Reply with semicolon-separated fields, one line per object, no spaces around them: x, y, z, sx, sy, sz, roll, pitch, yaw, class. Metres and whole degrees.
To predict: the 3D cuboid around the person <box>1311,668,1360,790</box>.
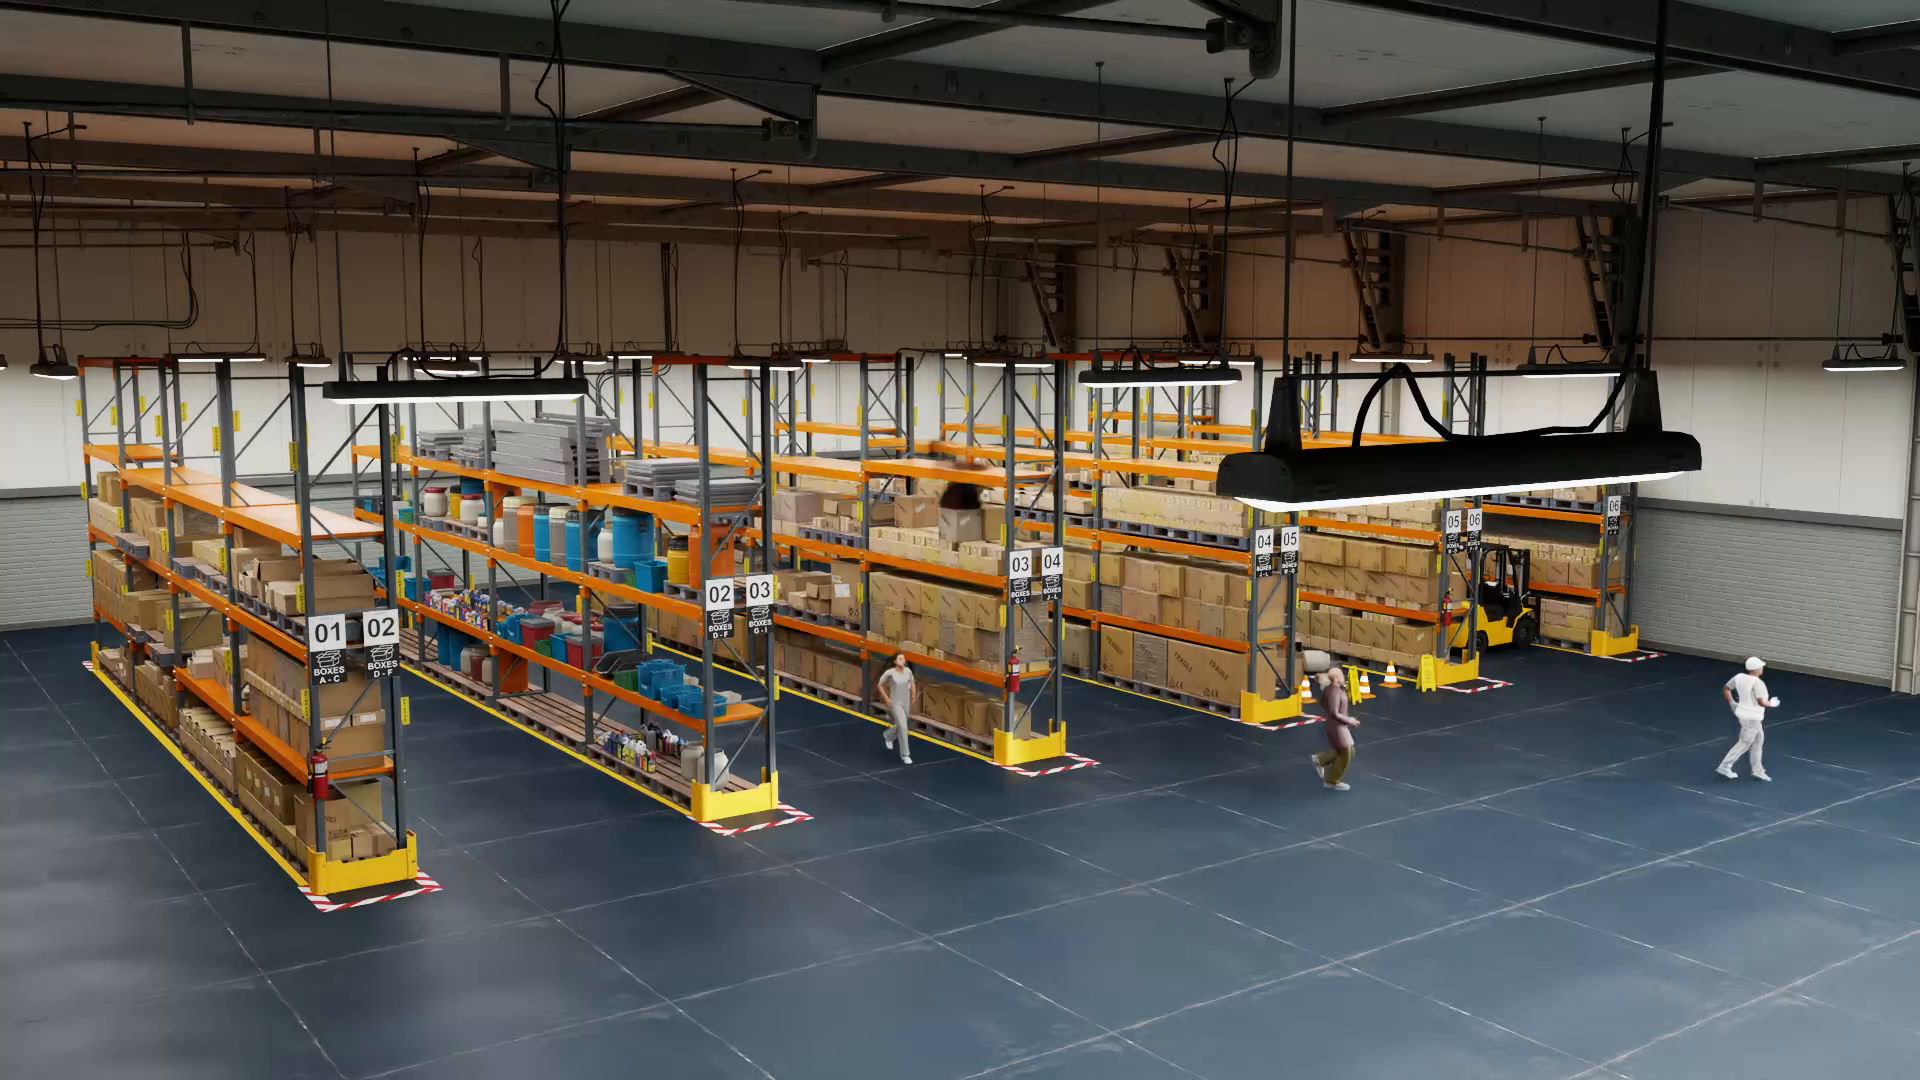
5.280;2.651;23.380;0.637;1.735;0.711;1;7;7;person

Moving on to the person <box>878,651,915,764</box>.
-0.949;2.486;25.082;0.579;1.667;0.850;-5;9;-35;person

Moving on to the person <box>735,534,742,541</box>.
-5.615;0.600;40.840;0.676;1.572;0.490;5;9;37;person

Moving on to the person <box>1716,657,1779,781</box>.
11.254;2.575;23.729;0.841;1.829;0.662;0;7;3;person
